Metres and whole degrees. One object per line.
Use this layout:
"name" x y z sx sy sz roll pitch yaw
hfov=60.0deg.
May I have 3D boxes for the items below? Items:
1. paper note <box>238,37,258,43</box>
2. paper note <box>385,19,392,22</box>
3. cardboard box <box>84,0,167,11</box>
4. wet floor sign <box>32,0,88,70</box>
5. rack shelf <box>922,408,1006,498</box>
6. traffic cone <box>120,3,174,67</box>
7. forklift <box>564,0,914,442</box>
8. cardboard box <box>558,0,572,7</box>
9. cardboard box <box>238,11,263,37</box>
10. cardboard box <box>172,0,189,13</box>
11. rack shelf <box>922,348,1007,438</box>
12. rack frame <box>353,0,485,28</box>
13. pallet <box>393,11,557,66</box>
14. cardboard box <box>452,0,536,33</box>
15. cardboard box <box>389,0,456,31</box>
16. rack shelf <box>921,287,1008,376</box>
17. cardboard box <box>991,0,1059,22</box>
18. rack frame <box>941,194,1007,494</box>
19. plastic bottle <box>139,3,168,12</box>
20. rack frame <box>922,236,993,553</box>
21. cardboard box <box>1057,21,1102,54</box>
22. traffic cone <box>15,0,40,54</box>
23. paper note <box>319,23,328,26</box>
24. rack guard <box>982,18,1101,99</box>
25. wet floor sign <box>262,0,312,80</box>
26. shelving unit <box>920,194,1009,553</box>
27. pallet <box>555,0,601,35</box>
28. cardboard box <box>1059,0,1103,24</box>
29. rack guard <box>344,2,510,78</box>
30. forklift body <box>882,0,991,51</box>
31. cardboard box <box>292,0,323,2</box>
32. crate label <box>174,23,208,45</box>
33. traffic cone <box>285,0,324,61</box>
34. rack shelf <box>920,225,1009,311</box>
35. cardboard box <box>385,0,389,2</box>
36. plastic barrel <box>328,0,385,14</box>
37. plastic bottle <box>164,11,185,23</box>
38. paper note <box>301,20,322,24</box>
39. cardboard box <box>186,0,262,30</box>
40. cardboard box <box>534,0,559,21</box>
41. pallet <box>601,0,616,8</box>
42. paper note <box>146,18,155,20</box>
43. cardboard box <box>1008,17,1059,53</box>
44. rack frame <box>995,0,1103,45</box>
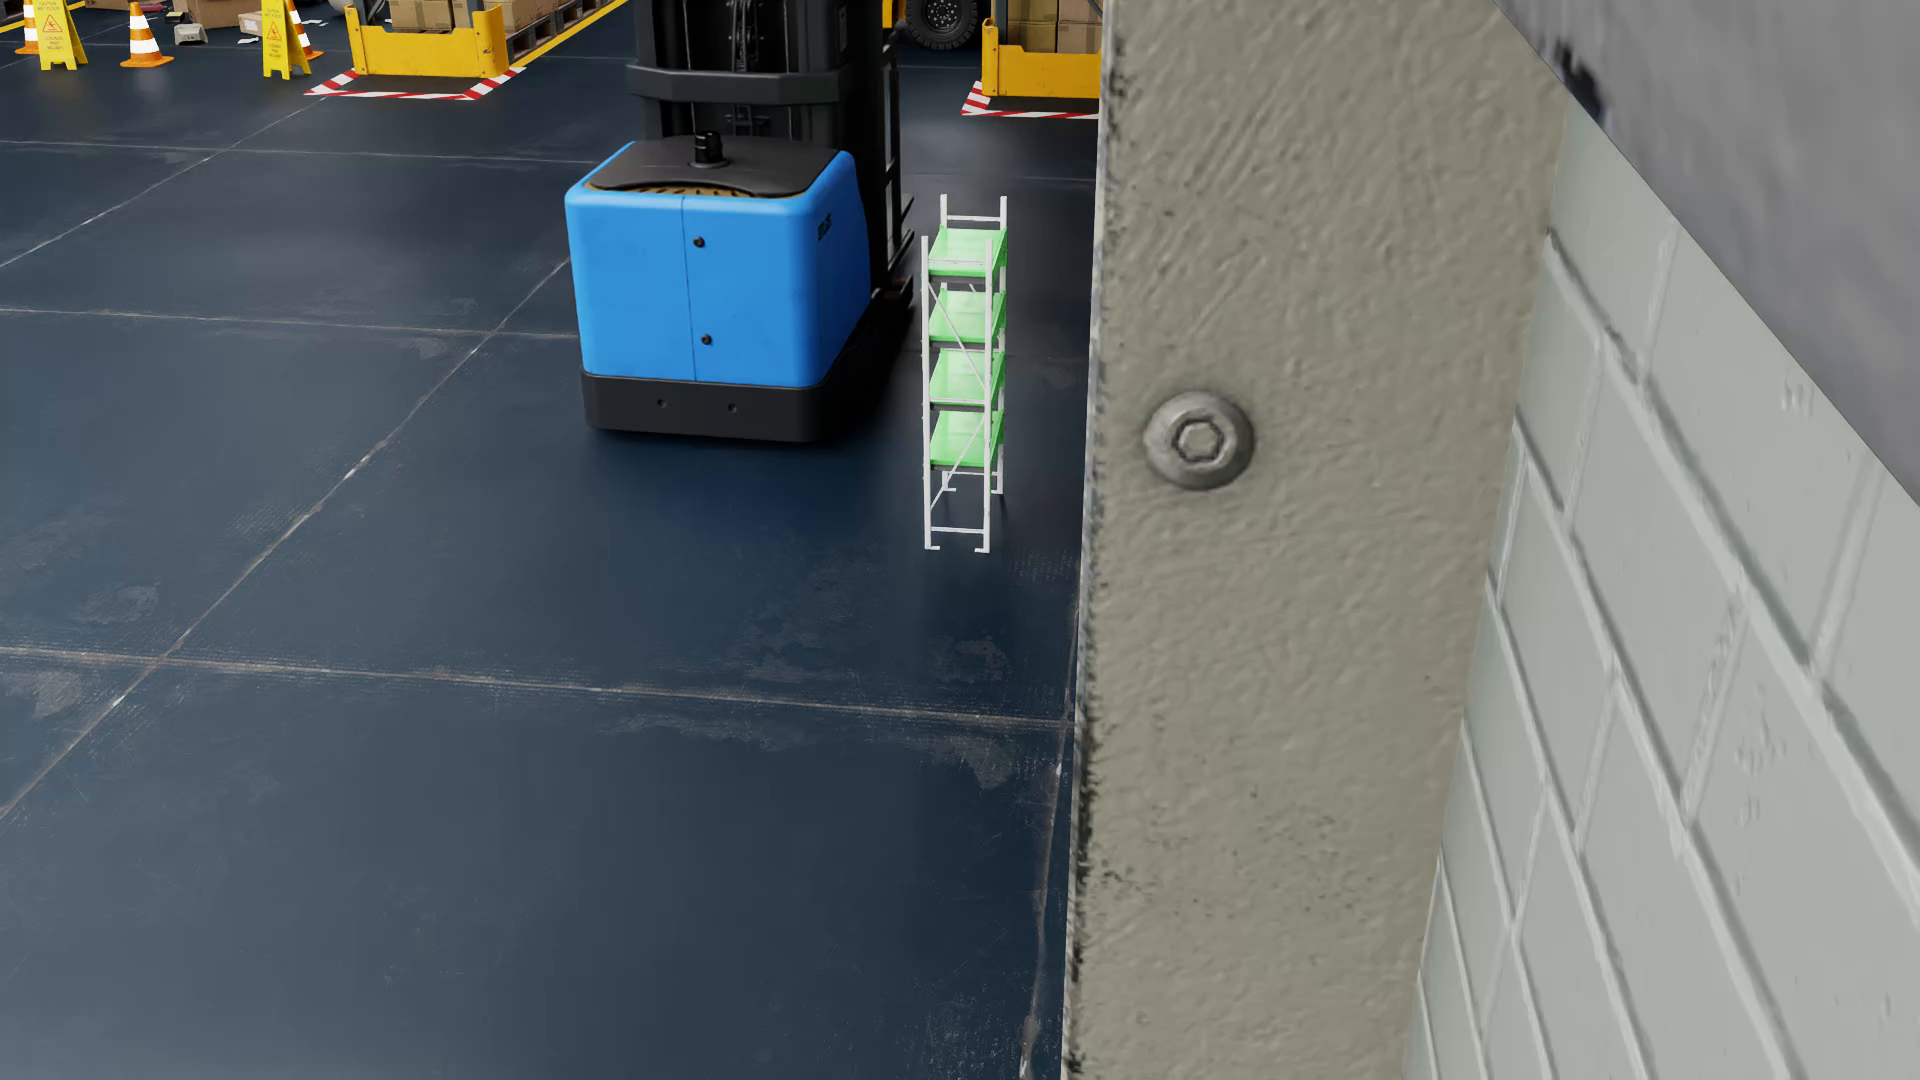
"paper note" -6.026 -4.234 14.078 0.148 0.019 0.142 -6 29 -11
"paper note" -5.058 -4.639 14.829 0.142 0.019 0.148 -6 29 -11
"cardboard box" -7.773 -5.214 15.399 0.500 0.500 0.500 8 29 15
"wet floor sign" -7.130 -4.056 13.098 0.267 0.644 0.232 -1 28 -3
"rack shelf" 0.020 -0.339 6.254 0.258 0.148 0.480 3 28 6
"traffic cone" -6.537 -4.046 13.272 0.336 0.463 0.334 3 28 6
"forklift" -0.841 -2.369 7.556 1.130 2.935 3.031 4 29 8
"cardboard box" -3.668 -4.816 14.484 0.500 0.250 0.500 5 29 10
"cardboard box" -6.010 -4.460 14.371 0.380 0.149 0.250 20 34 32
"cardboard box" -6.984 -4.984 15.221 0.396 0.266 0.258 8 29 15
"rack shelf" 0.020 -0.550 6.140 0.258 0.148 0.480 3 28 6
"rack frame" -4.166 -4.981 12.333 1.000 3.000 0.127 3 28 6
"pallet" -4.022 -4.169 13.767 1.003 0.211 1.213 3 28 6
"cardboard box" -3.793 -4.319 13.560 0.500 0.250 0.500 3 28 6
"cardboard box" -4.331 -4.363 13.642 0.500 0.250 0.500 3 28 6
"rack shelf" 0.020 -0.761 6.027 0.258 0.148 0.480 3 28 6
"cardboard box" 0.510 -4.136 12.694 0.500 0.250 0.500 3 28 6
"rack frame" 0.050 -0.721 6.323 0.240 1.200 0.015 3 28 6
"plastic bottle" -7.409 -4.880 15.244 0.283 0.061 0.133 -6 29 -11
"rack frame" -0.010 -0.491 5.897 0.240 1.200 0.015 3 28 6
"cardboard box" 1.015 -3.888 12.761 0.500 0.250 0.500 3 29 6
"traffic cone" -7.617 -4.272 13.691 0.336 0.463 0.334 3 28 6
"paper note" -5.625 -4.563 14.708 0.032 0.001 0.123 3 28 6
"rack guard" 0.758 -3.582 12.373 1.175 0.500 0.348 3 28 6
"wet floor sign" -5.251 -3.917 12.841 0.267 0.644 0.232 14 31 24
"shelving unit" 0.020 -0.606 6.110 0.258 1.200 0.503 3 28 6
"pallet" -3.870 -4.742 14.830 1.003 0.211 1.213 3 28 6
"cardboard box" 1.024 -4.098 12.623 0.500 0.250 0.500 4 29 7
"rack guard" -4.157 -3.916 12.992 1.175 0.500 0.348 3 28 6
"forklift body" -0.818 -5.319 13.856 2.313 2.155 1.214 3 28 6
"cardboard box" -6.357 -5.356 15.518 0.797 0.637 0.503 3 28 6
"crate label" -6.502 -4.276 14.043 0.250 0.136 0.298 -11 30 -20
"traffic cone" -5.394 -4.141 13.449 0.336 0.463 0.334 3 28 6
"rack shelf" 0.020 -0.972 5.913 0.258 0.148 0.480 3 28 6
"cardboard box" -5.158 -5.339 15.631 0.500 0.500 0.500 -24 36 -37
"plastic barrel" -5.416 -4.907 14.912 0.421 0.421 0.512 -24 36 -37
"plastic bottle" -7.019 -4.683 14.877 0.133 0.061 0.283 -6 29 -11
"paper note" -5.773 -4.620 14.806 0.148 0.019 0.142 14 31 24
"cardboard box" -6.463 -4.856 14.733 0.797 0.503 0.637 -17 33 -29
"cardboard box" -3.723 -4.559 14.006 0.500 0.250 0.500 4 29 8
"pallet" -3.723 -5.318 15.899 1.003 0.211 1.213 3 28 6
"paper note" -7.258 -4.677 14.921 0.032 0.001 0.123 20 34 32
"cardboard box" 0.505 -3.908 12.798 0.500 0.250 0.500 4 29 7
"rack frame" 0.761 -4.694 11.801 1.000 3.000 0.127 3 28 6
